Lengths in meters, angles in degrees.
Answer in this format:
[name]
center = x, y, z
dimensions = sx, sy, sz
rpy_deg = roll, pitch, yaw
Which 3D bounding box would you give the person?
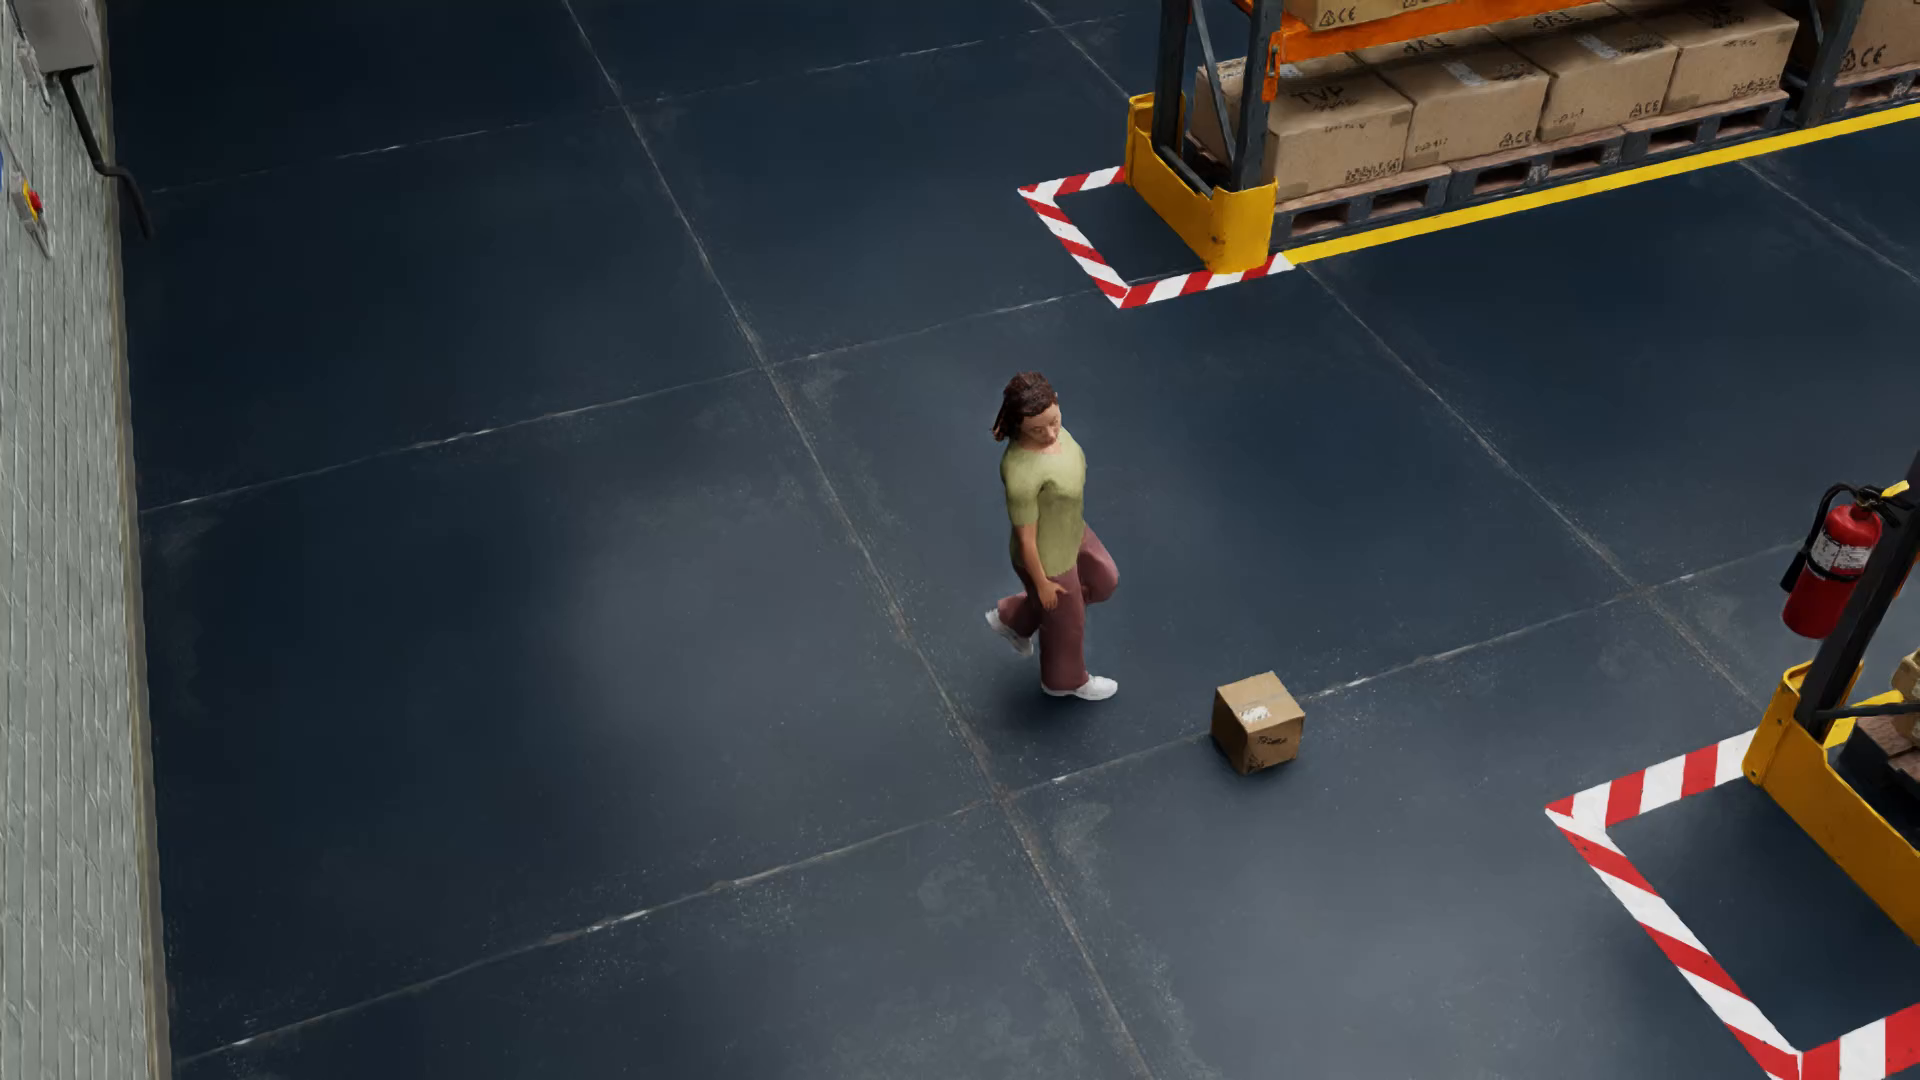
[person]
center = 0.345, 0.125, 6.218
dimensions = 0.555, 1.406, 0.497
rpy_deg = 8, 43, 9
